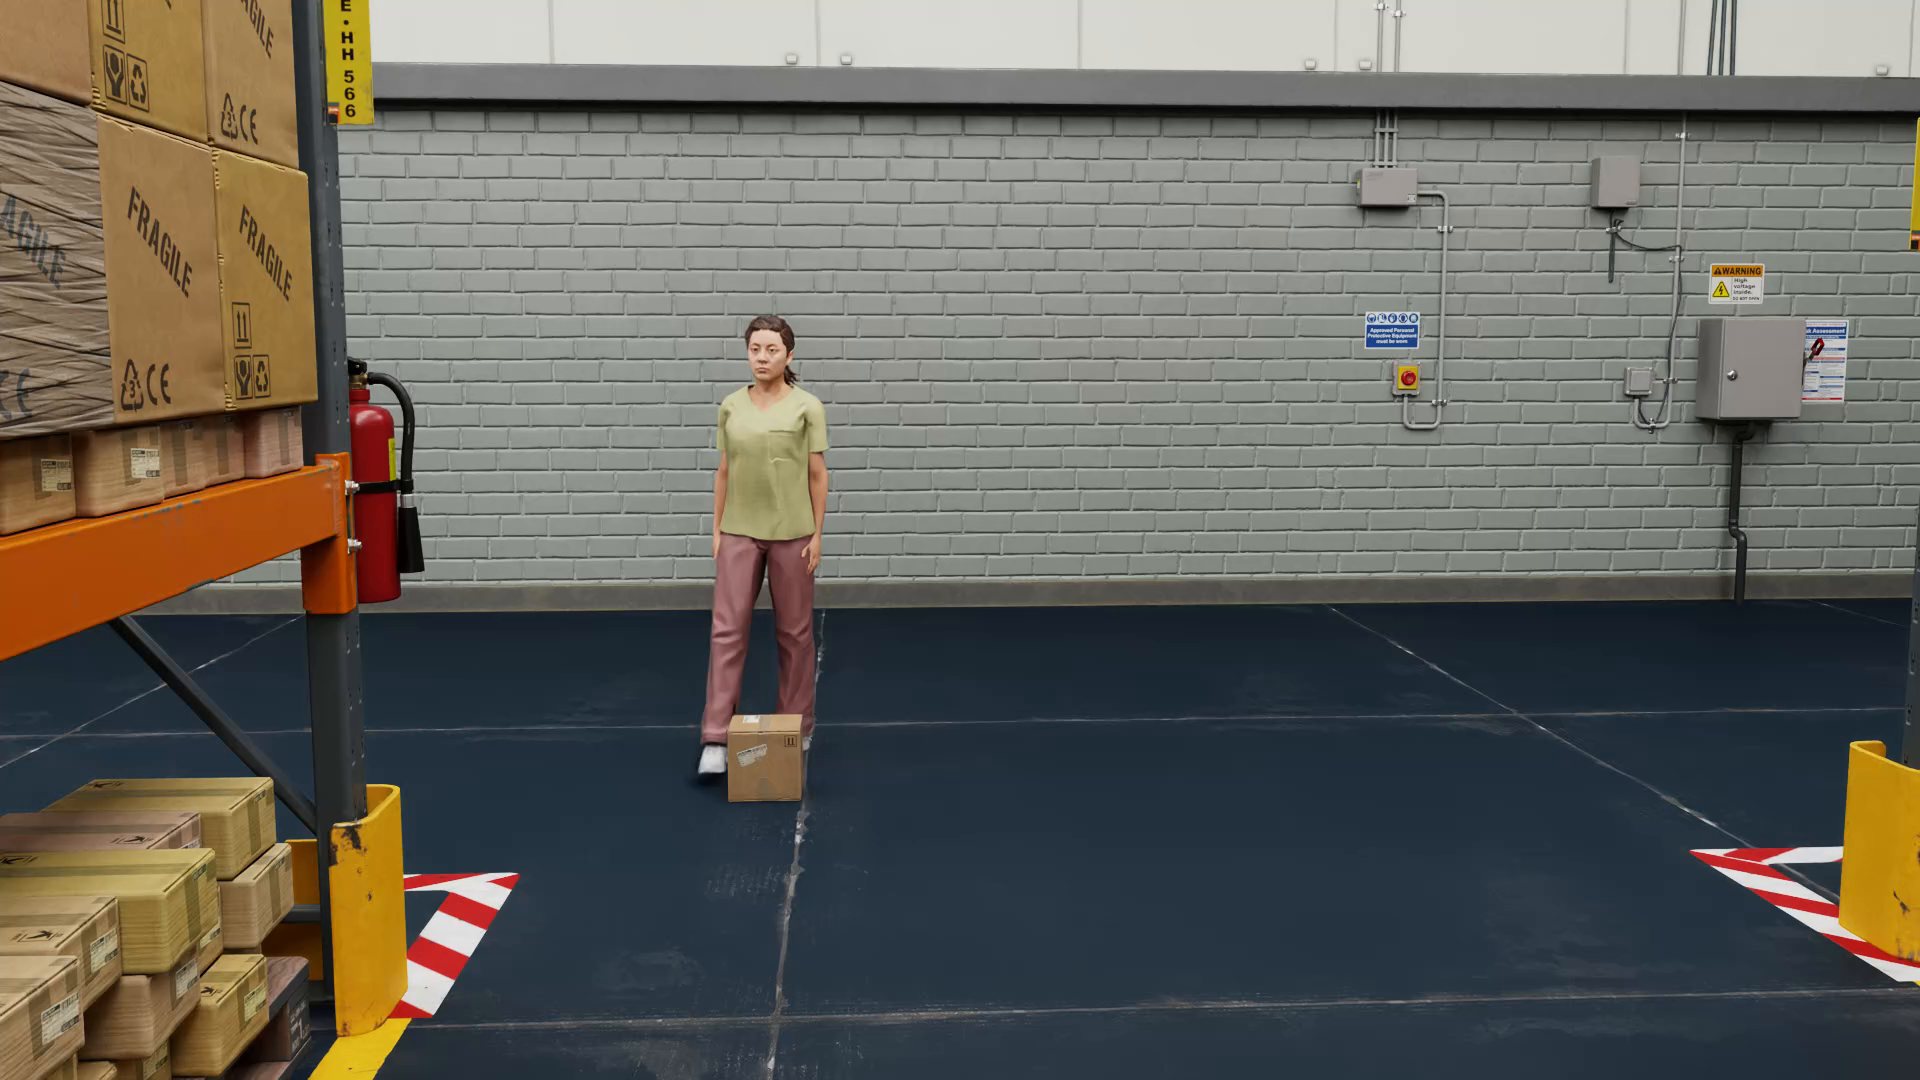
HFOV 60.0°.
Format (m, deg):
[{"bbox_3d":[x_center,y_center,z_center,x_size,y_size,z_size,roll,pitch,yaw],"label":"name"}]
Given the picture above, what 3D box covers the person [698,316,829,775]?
[{"bbox_3d":[-0.732,0.015,6.110,0.448,1.669,0.636,1,7,5],"label":"person"}]
